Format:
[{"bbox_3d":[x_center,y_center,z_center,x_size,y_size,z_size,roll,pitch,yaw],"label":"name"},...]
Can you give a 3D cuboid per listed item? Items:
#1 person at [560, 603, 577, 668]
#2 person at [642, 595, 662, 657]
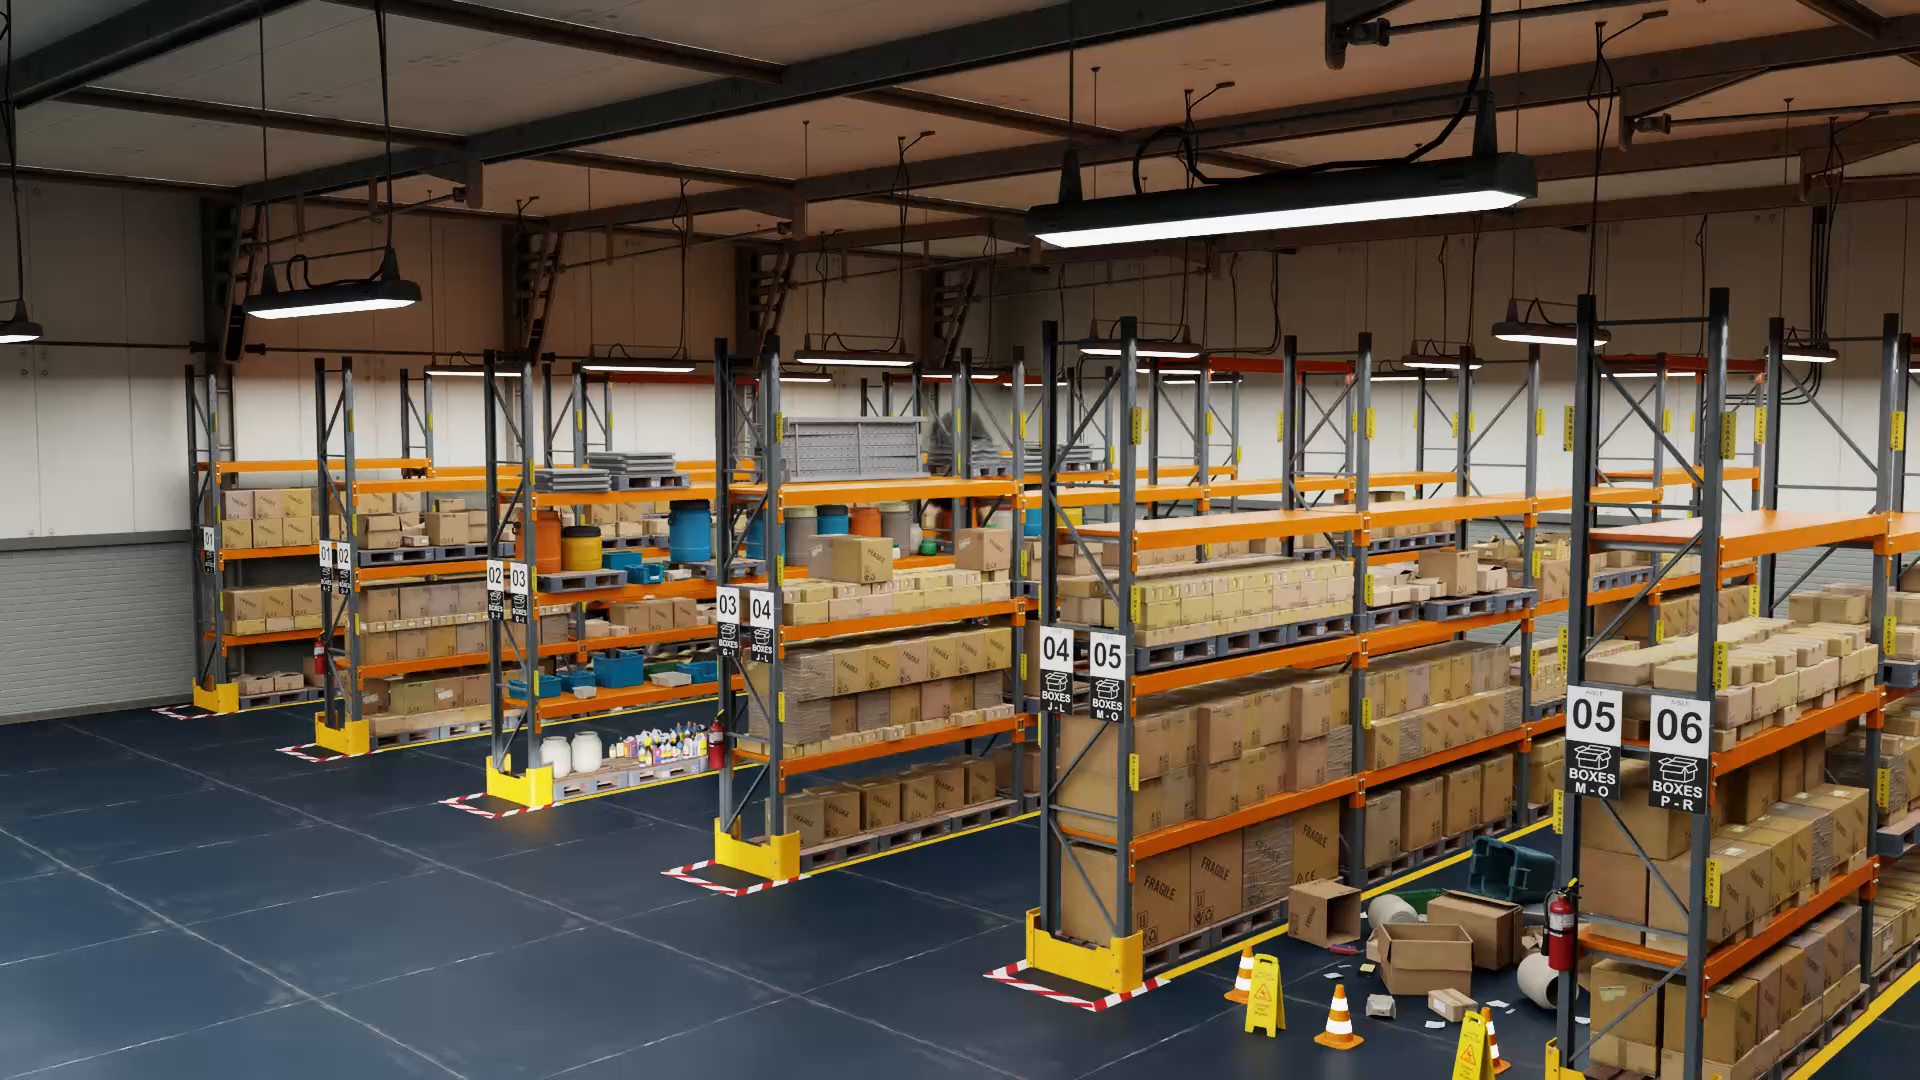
[{"bbox_3d":[-7.168,1.985,30.538,0.761,1.716,0.712,-1,4,-12],"label":"person"},{"bbox_3d":[-5.838,1.858,31.937,0.682,1.736,0.821,3,5,30],"label":"person"}]
